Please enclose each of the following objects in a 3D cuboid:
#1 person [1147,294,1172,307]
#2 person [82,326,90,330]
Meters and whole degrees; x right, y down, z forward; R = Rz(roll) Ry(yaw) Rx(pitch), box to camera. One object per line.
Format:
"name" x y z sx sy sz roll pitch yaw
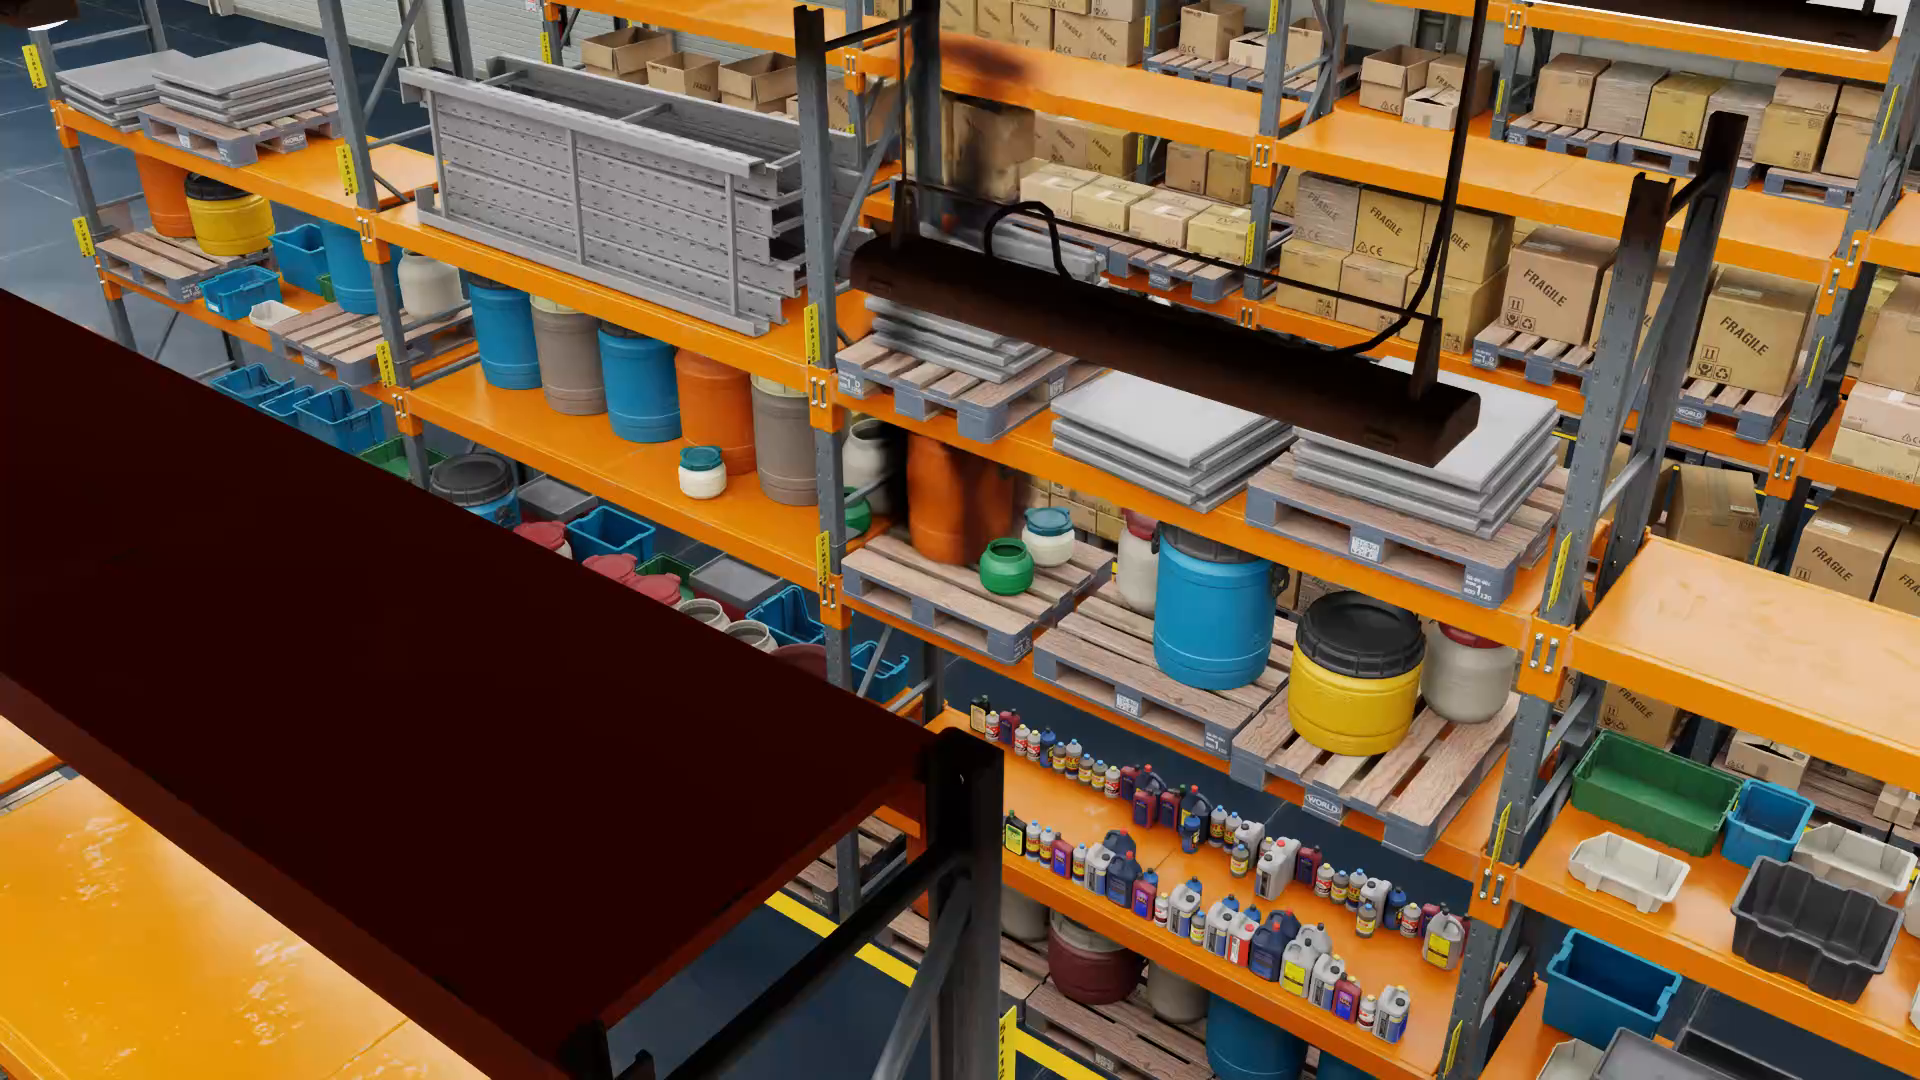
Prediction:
"person" 2.036 -1.980 16.887 0.779 1.743 0.598 15 35 23
"person" -8.067 -1.214 15.717 0.716 1.613 0.658 -12 34 -19
